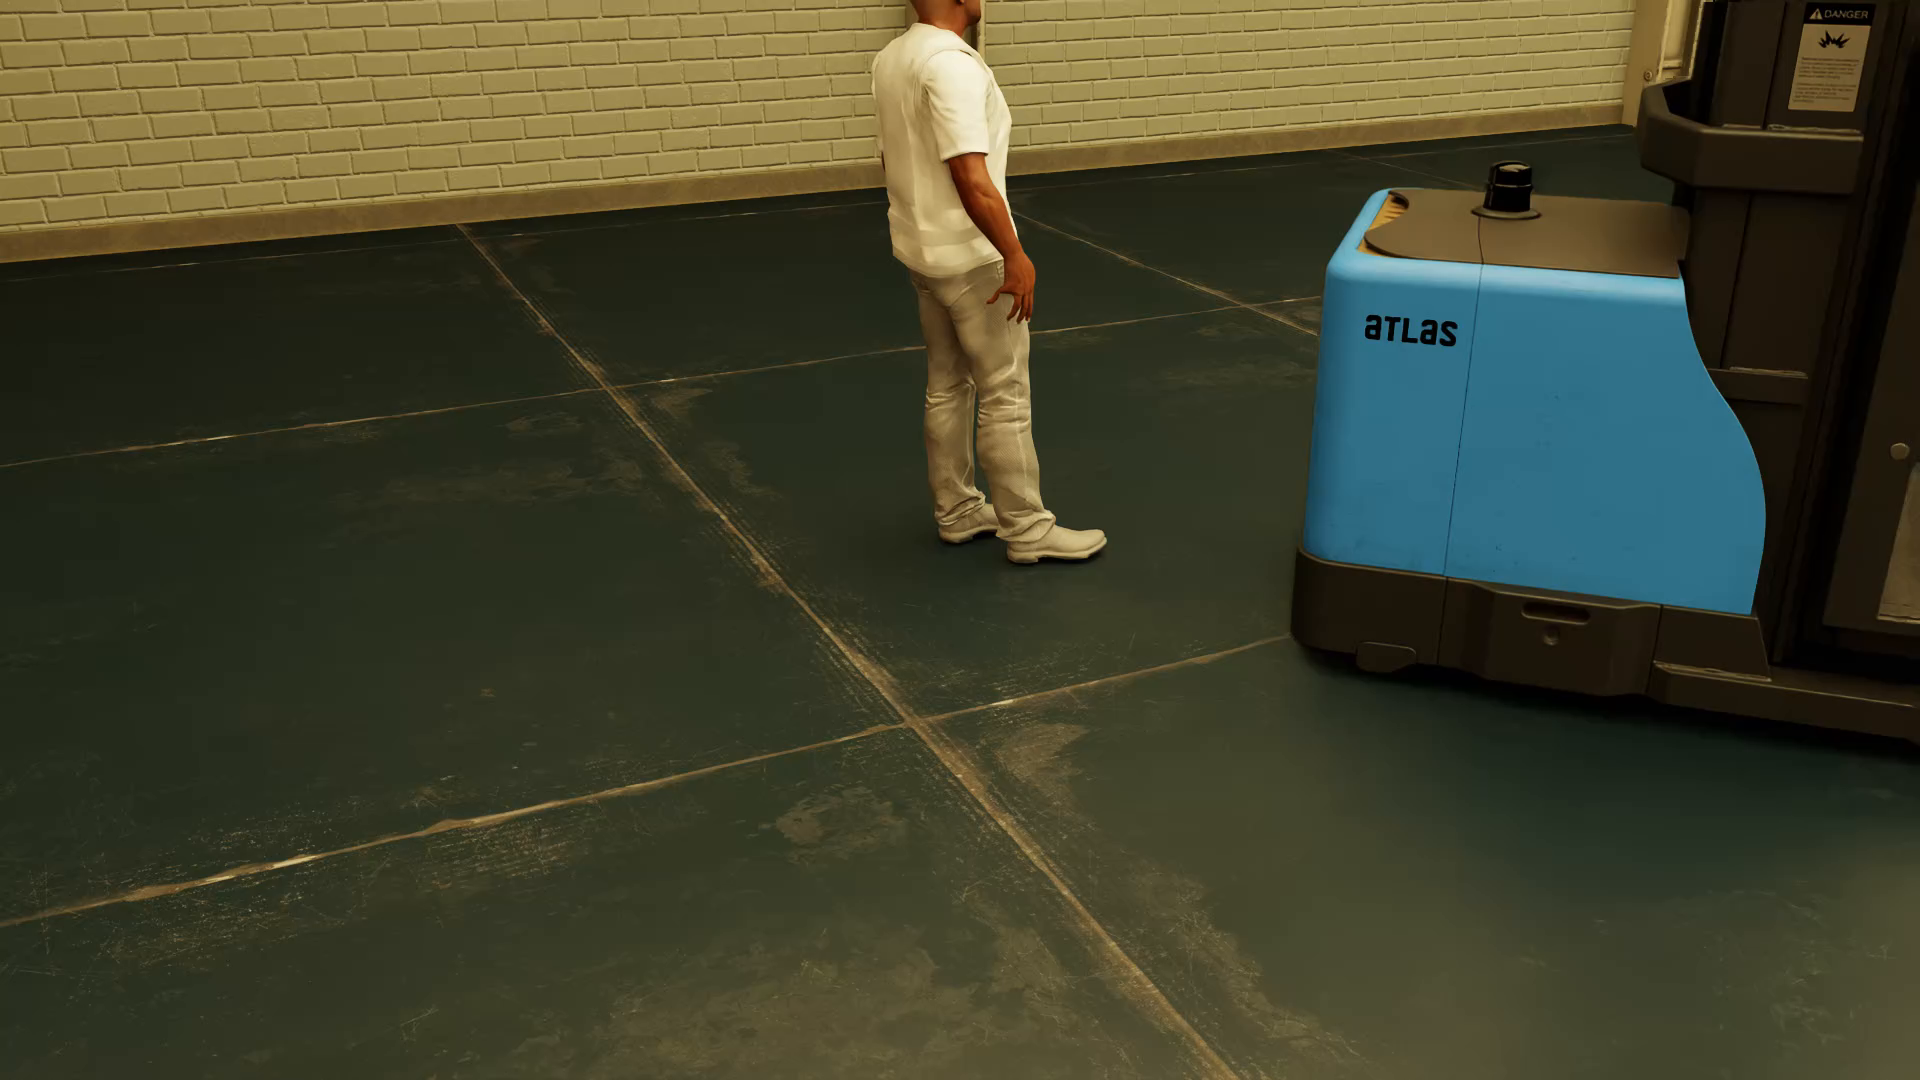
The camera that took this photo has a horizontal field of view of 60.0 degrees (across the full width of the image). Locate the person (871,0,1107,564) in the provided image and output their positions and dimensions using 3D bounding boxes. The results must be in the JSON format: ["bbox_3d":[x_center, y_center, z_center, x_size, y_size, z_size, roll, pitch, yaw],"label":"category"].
[{"bbox_3d":[0.065,-0.832,4.787,0.577,1.765,0.666,-10,25,-23],"label":"person"}]

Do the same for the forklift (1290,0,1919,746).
[{"bbox_3d":[2.436,-1.017,3.735,3.031,2.935,1.130,8,24,18],"label":"forklift"}]
